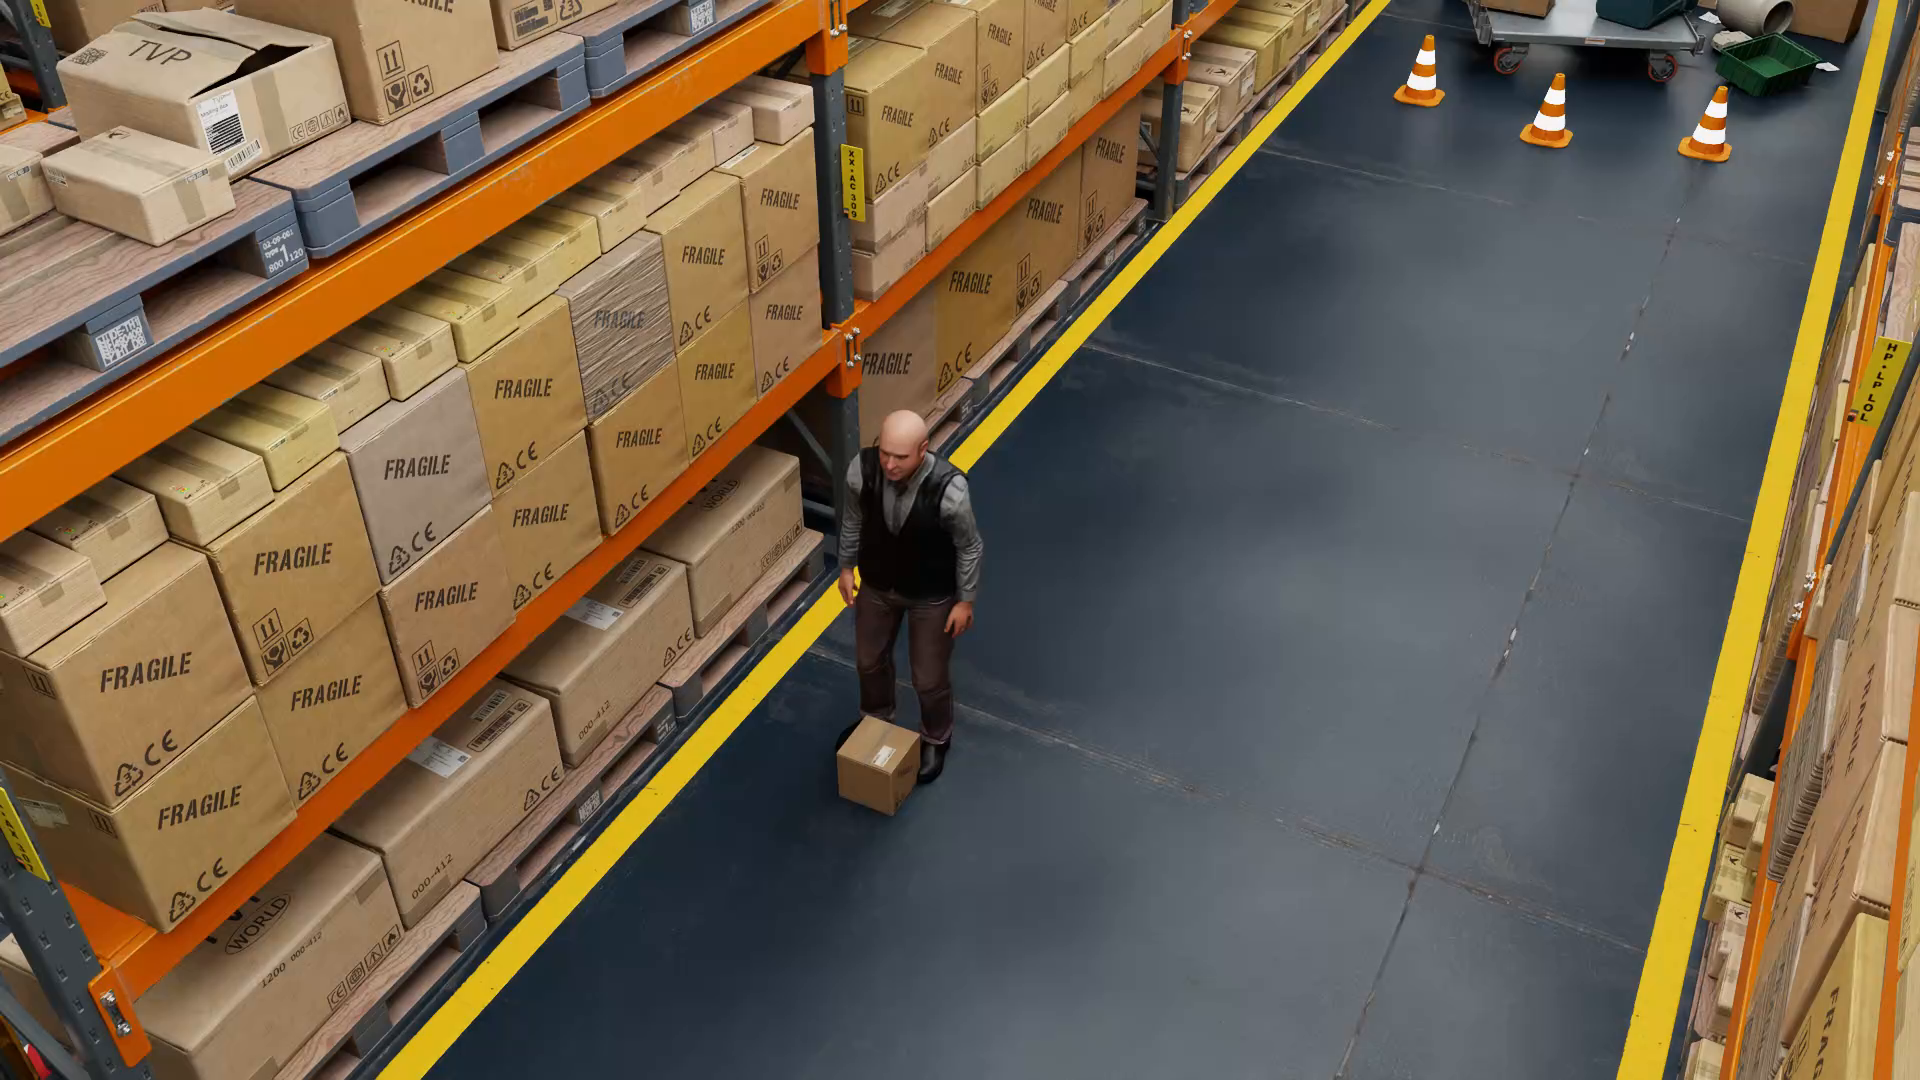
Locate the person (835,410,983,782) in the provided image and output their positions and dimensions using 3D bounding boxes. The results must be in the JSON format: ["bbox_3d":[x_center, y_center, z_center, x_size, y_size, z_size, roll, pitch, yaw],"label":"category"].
[{"bbox_3d":[-0.197,0.183,6.533,0.591,1.720,0.418,15,40,19],"label":"person"}]
